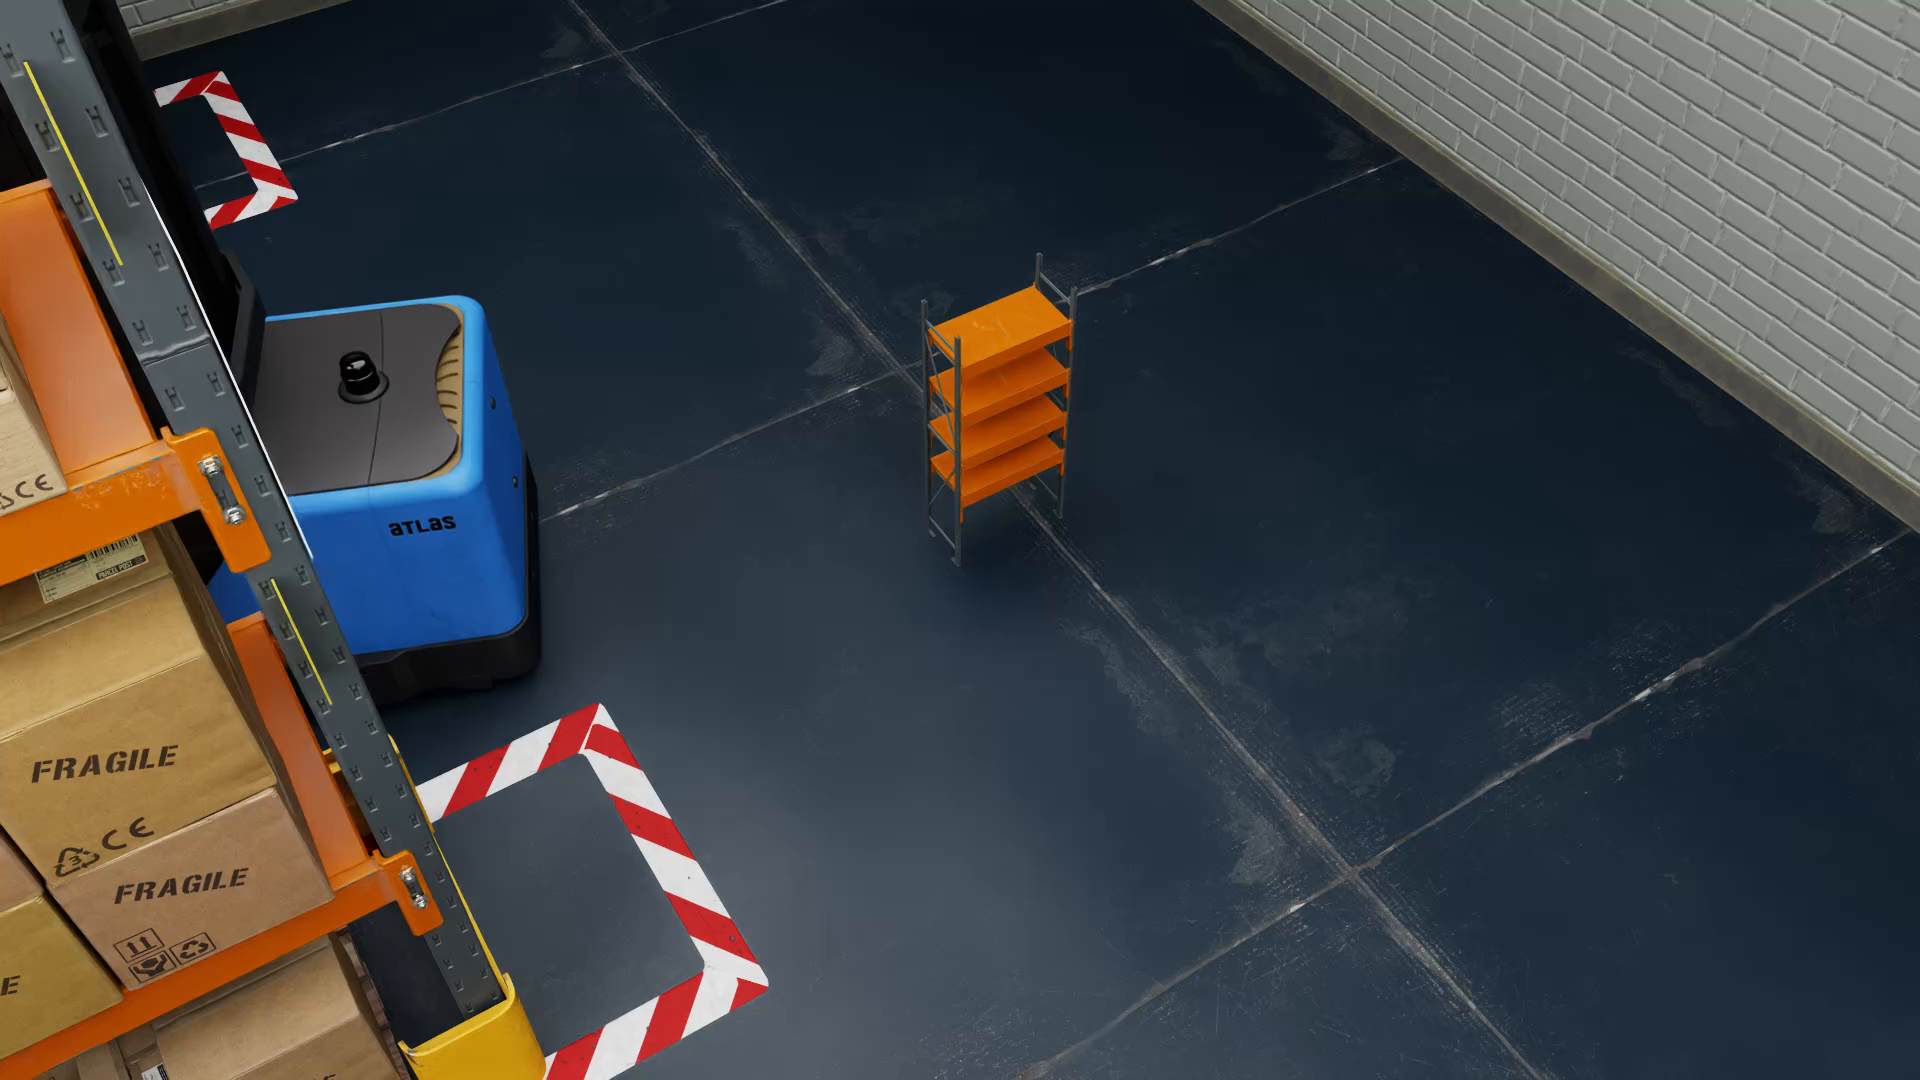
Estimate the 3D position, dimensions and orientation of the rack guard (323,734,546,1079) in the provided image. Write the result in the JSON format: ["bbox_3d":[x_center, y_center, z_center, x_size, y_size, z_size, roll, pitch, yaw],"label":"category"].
[{"bbox_3d":[-1.730,1.211,5.282,0.348,0.500,1.175,-25,53,-21],"label":"rack guard"}]

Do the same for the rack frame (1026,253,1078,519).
[{"bbox_3d":[0.346,-0.562,6.393,0.015,1.200,0.240,-25,53,-21],"label":"rack frame"}]

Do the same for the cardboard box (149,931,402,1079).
[{"bbox_3d":[-1.994,1.407,4.813,0.500,0.500,0.500,-25,53,-21],"label":"cardboard box"}]

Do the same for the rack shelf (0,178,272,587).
[{"bbox_3d":[-3.357,0.388,2.814,4.000,0.370,1.077,-25,53,-21],"label":"rack shelf"}]

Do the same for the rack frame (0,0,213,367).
[{"bbox_3d":[-1.666,-1.645,2.135,0.127,3.000,1.000,-25,53,-21],"label":"rack frame"}]

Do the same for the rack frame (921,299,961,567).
[{"bbox_3d":[-0.066,-0.368,6.219,0.015,1.200,0.240,-25,53,-21],"label":"rack frame"}]

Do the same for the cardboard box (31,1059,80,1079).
[{"bbox_3d":[-2.700,1.355,5.027,0.500,0.250,0.500,-25,53,-21],"label":"cardboard box"}]

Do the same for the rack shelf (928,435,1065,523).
[{"bbox_3d":[0.140,-0.288,6.504,0.480,0.148,0.258,-25,53,-21],"label":"rack shelf"}]

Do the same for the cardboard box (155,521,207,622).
[{"bbox_3d":[-2.181,-0.006,3.955,0.500,0.500,0.500,-24,52,-20],"label":"cardboard box"}]

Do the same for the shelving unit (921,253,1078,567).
[{"bbox_3d":[0.140,-0.465,6.306,0.503,1.200,0.258,-25,53,-21],"label":"shelving unit"}]

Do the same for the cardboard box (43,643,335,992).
[{"bbox_3d":[-1.899,0.667,4.026,0.500,0.500,0.500,-24,52,-20],"label":"cardboard box"}]

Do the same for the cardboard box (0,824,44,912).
[{"bbox_3d":[-2.322,0.537,3.472,0.500,0.500,0.500,-24,53,-20],"label":"cardboard box"}]

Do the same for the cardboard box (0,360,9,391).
[{"bbox_3d":[-1.964,-0.398,2.799,0.500,0.250,0.500,-25,53,-21],"label":"cardboard box"}]

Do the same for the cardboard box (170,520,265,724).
[{"bbox_3d":[-2.181,0.327,4.329,0.500,0.500,0.500,-24,53,-20],"label":"cardboard box"}]

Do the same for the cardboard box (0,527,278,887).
[{"bbox_3d":[-1.895,0.335,3.652,0.500,0.500,0.500,-26,53,-21],"label":"cardboard box"}]

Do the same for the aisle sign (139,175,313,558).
[{"bbox_3d":[-1.444,-0.348,3.256,0.004,0.787,0.394,-25,53,-21],"label":"aisle sign"}]

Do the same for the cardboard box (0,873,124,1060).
[{"bbox_3d":[-2.336,0.876,3.840,0.500,0.500,0.500,-25,53,-20],"label":"cardboard box"}]

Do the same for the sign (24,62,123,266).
[{"bbox_3d":[-1.386,-0.584,2.605,0.005,0.325,0.100,-25,53,-21],"label":"sign"}]

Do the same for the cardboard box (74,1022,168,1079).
[{"bbox_3d":[-2.384,1.623,4.844,0.250,0.166,0.380,-25,53,-21],"label":"cardboard box"}]

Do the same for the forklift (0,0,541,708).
[{"bbox_3d":[-3.134,-0.611,5.276,3.031,2.935,1.130,-8,49,-7],"label":"forklift"}]

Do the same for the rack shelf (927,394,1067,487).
[{"bbox_3d":[0.140,-0.420,6.356,0.480,0.148,0.258,-25,53,-21],"label":"rack shelf"}]

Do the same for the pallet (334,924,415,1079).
[{"bbox_3d":[-2.404,1.626,5.106,1.213,0.211,1.003,-25,53,-21],"label":"pallet"}]

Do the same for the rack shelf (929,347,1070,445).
[{"bbox_3d":[0.140,-0.569,6.189,0.480,0.148,0.258,-25,53,-21],"label":"rack shelf"}]

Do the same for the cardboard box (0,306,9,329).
[{"bbox_3d":[-2.236,-0.554,3.272,0.500,0.250,0.500,-25,53,-21],"label":"cardboard box"}]

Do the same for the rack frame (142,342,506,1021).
[{"bbox_3d":[-1.666,0.350,4.375,0.127,3.000,1.000,-25,53,-21],"label":"rack frame"}]

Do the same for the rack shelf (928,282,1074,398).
[{"bbox_3d":[0.140,-0.726,6.013,0.480,0.148,0.258,-25,53,-21],"label":"rack shelf"}]

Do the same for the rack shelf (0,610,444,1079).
[{"bbox_3d":[-3.357,1.386,3.934,4.000,0.370,1.077,-25,53,-21],"label":"rack shelf"}]

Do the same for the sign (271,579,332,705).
[{"bbox_3d":[-1.386,0.218,3.505,0.005,0.325,0.100,-25,53,-21],"label":"sign"}]

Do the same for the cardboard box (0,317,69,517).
[{"bbox_3d":[-1.959,-0.227,2.980,0.500,0.250,0.500,-25,53,-21],"label":"cardboard box"}]
